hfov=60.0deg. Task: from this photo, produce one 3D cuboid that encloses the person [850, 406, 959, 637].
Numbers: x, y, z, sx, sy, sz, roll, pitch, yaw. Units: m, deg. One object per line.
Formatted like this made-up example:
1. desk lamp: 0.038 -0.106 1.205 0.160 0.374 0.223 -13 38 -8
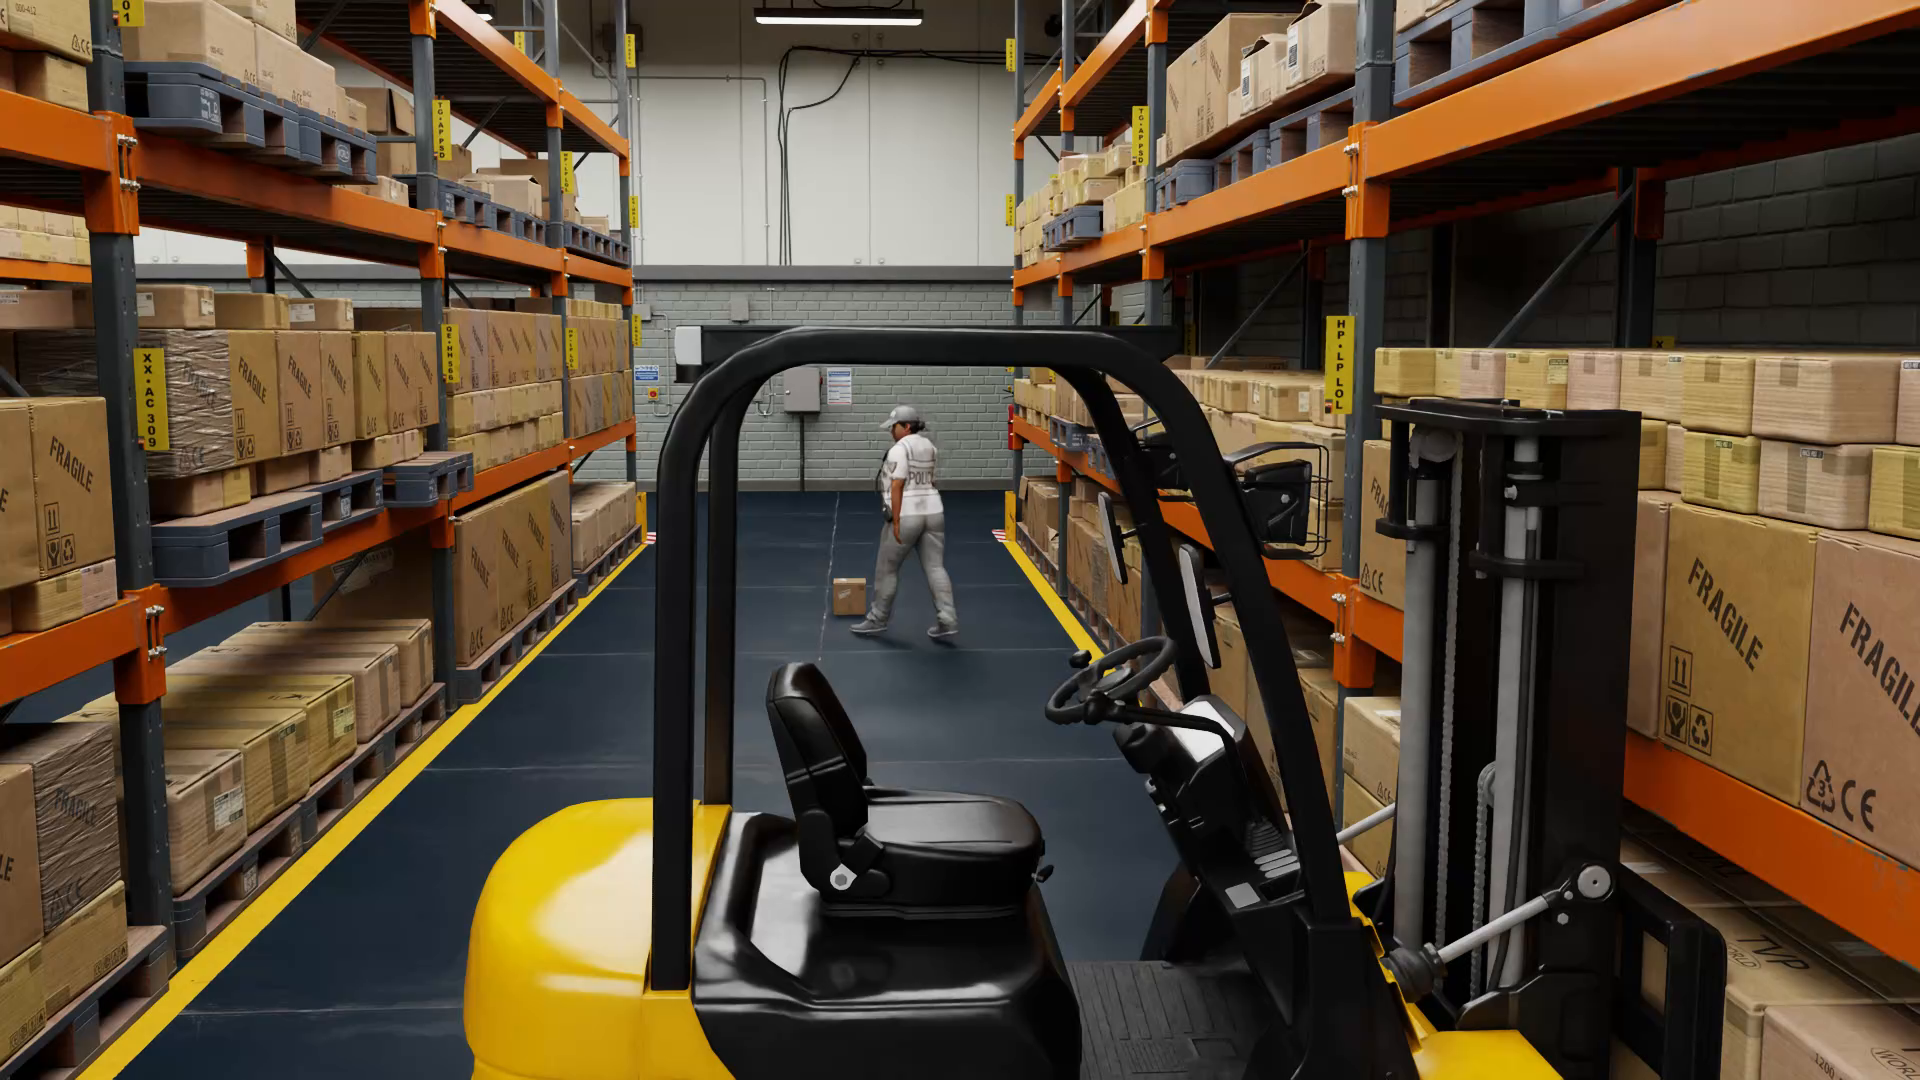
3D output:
1. person: -0.351 -0.131 11.755 0.490 1.629 0.854 -6 9 -43
